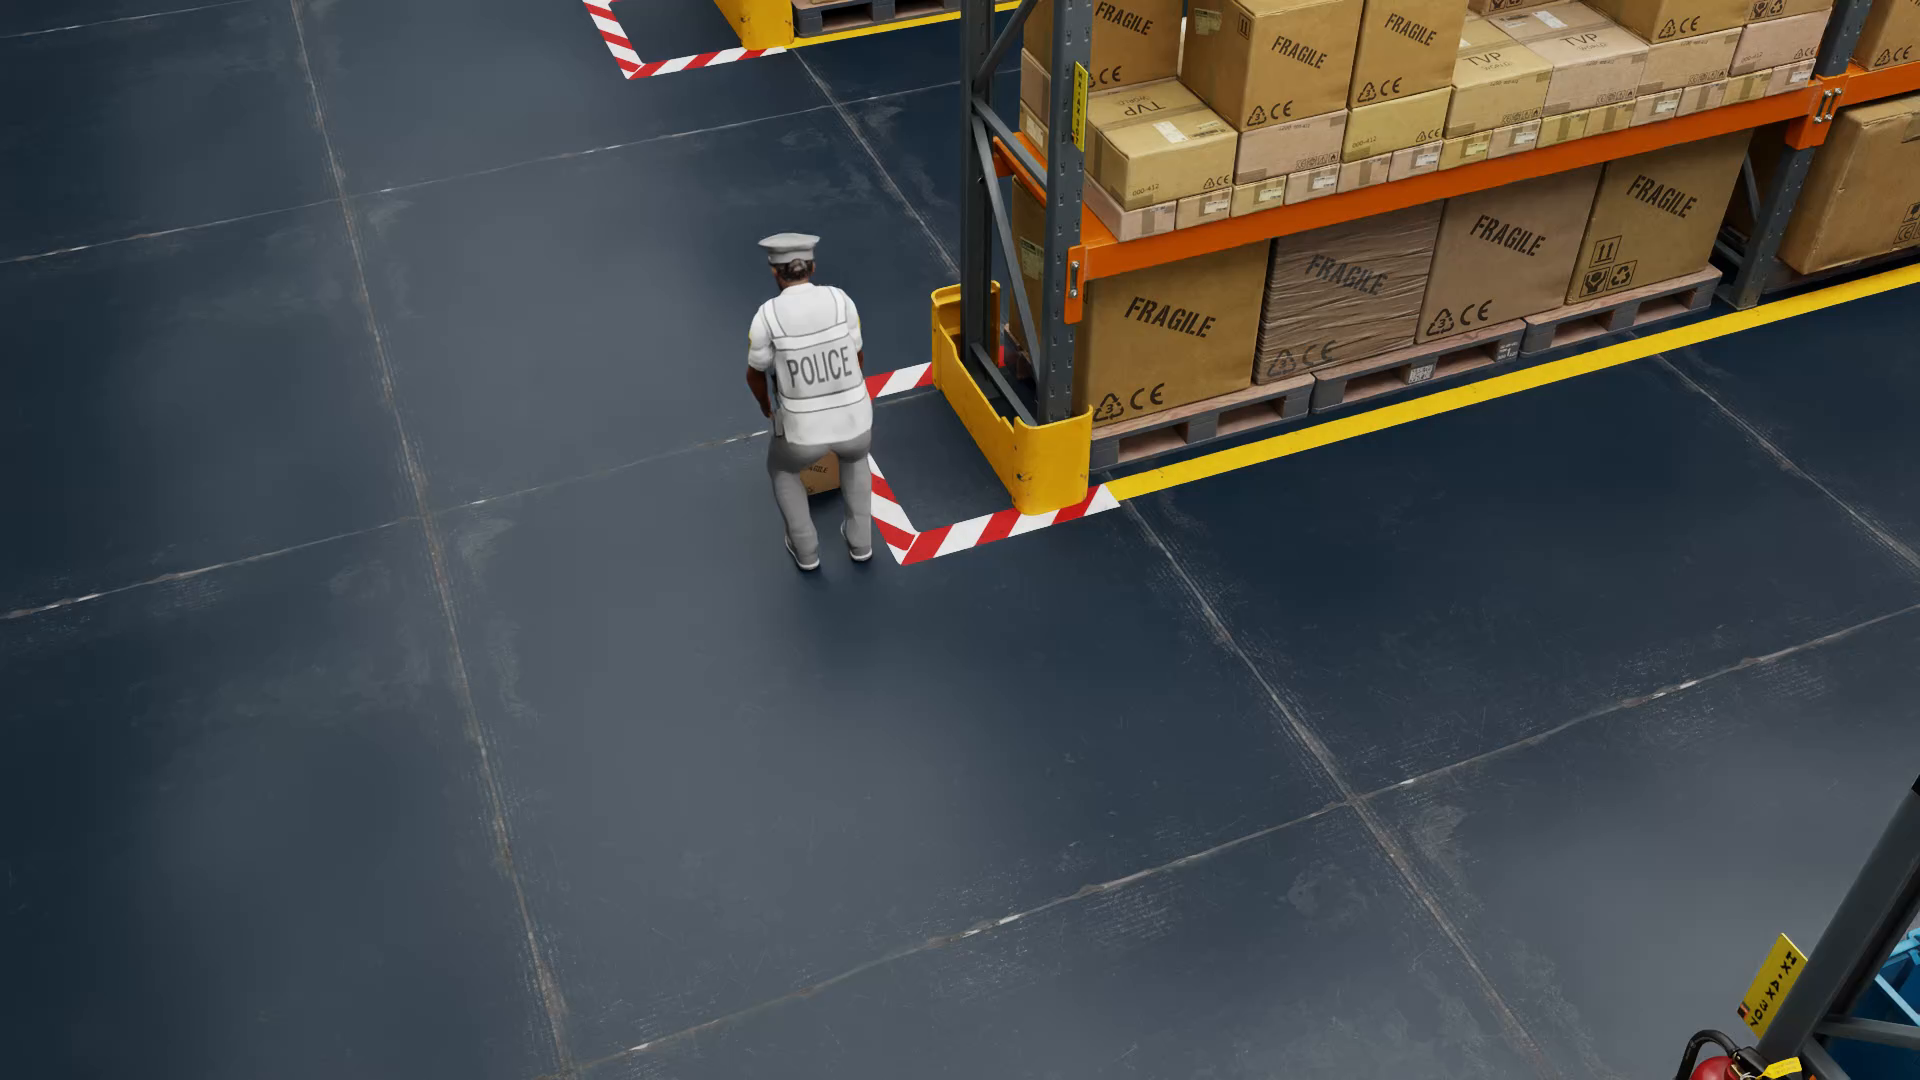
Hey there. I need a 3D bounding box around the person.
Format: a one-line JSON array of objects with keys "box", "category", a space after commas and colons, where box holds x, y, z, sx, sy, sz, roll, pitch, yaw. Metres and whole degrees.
[{"box": [-0.622, -0.541, 6.902, 0.490, 1.487, 0.628, -10, 43, -11], "category": "person"}]
